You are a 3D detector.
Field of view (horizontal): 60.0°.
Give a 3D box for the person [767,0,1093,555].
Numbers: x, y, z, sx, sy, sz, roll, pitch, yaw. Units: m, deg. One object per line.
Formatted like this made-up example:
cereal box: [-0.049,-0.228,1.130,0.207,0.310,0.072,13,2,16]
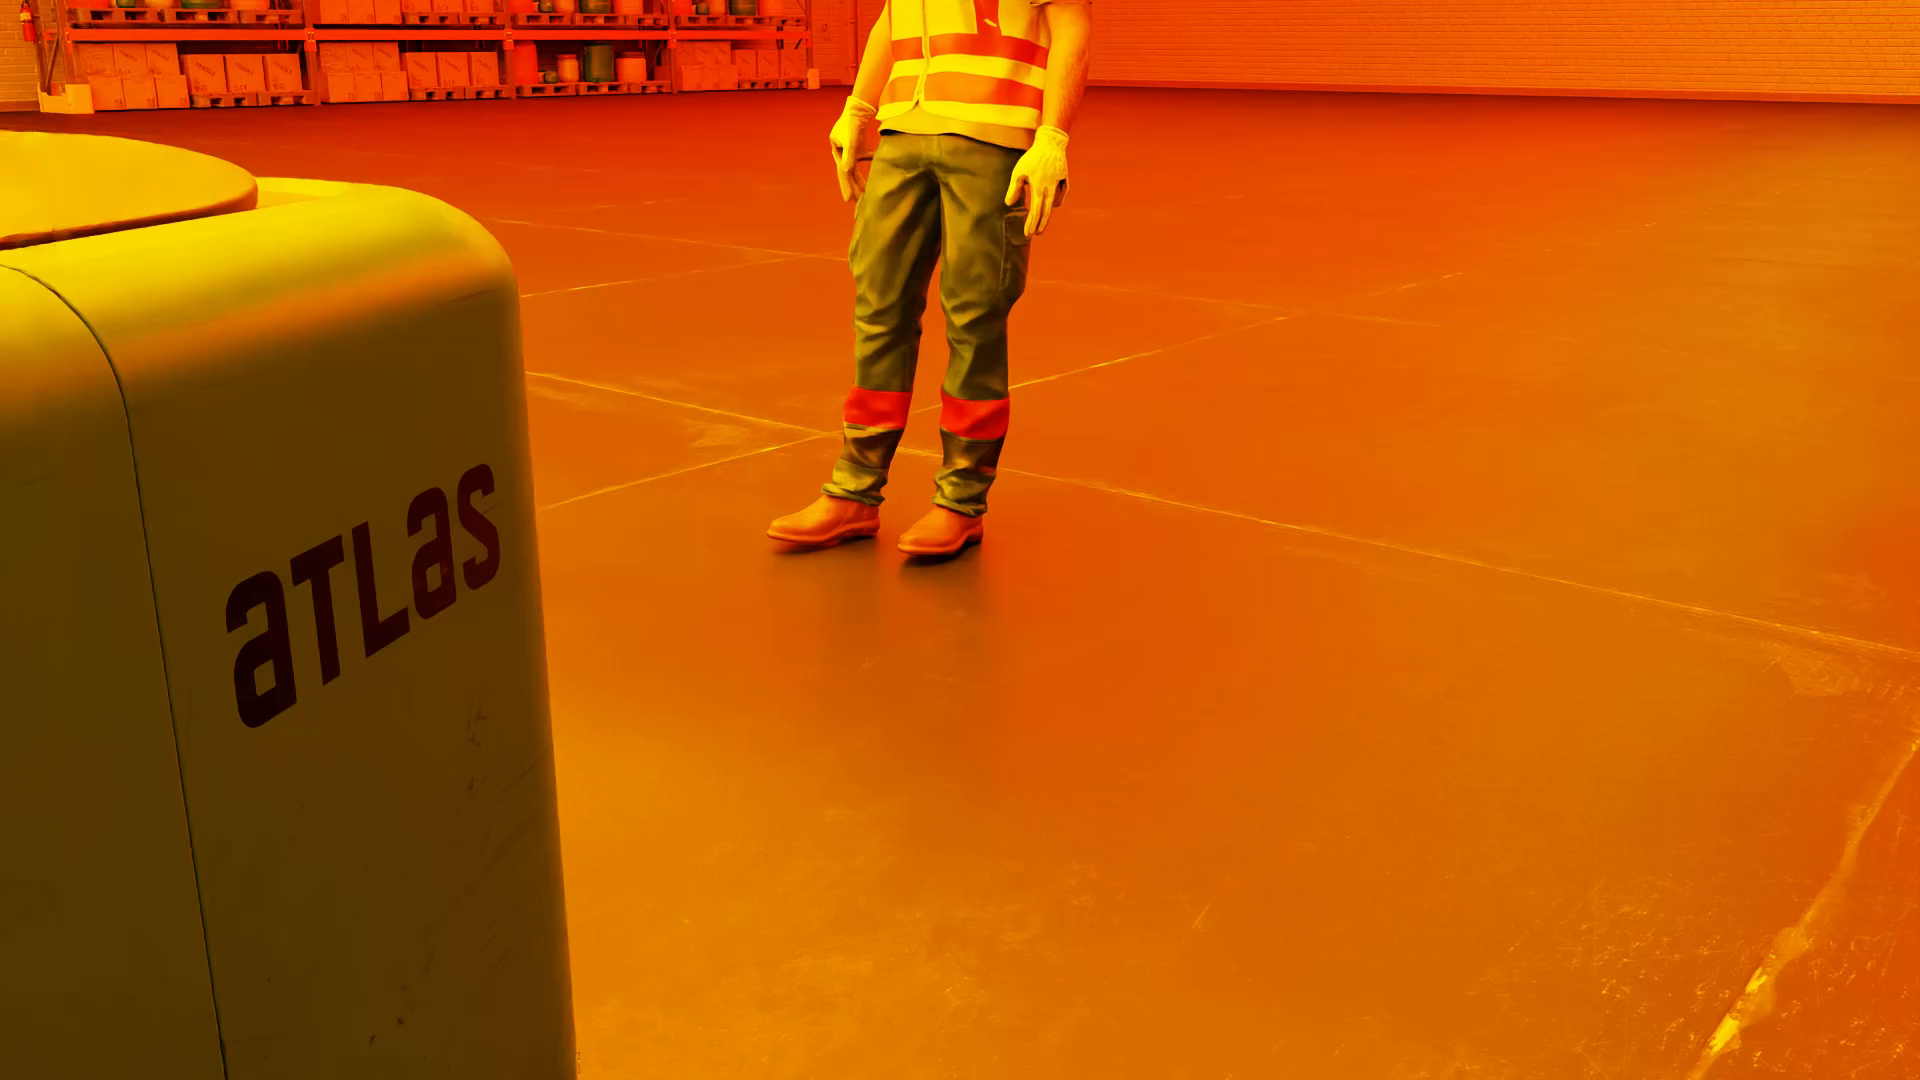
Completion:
person: [-0.060,-0.847,3.627,0.638,1.789,0.562,13,21,37]
